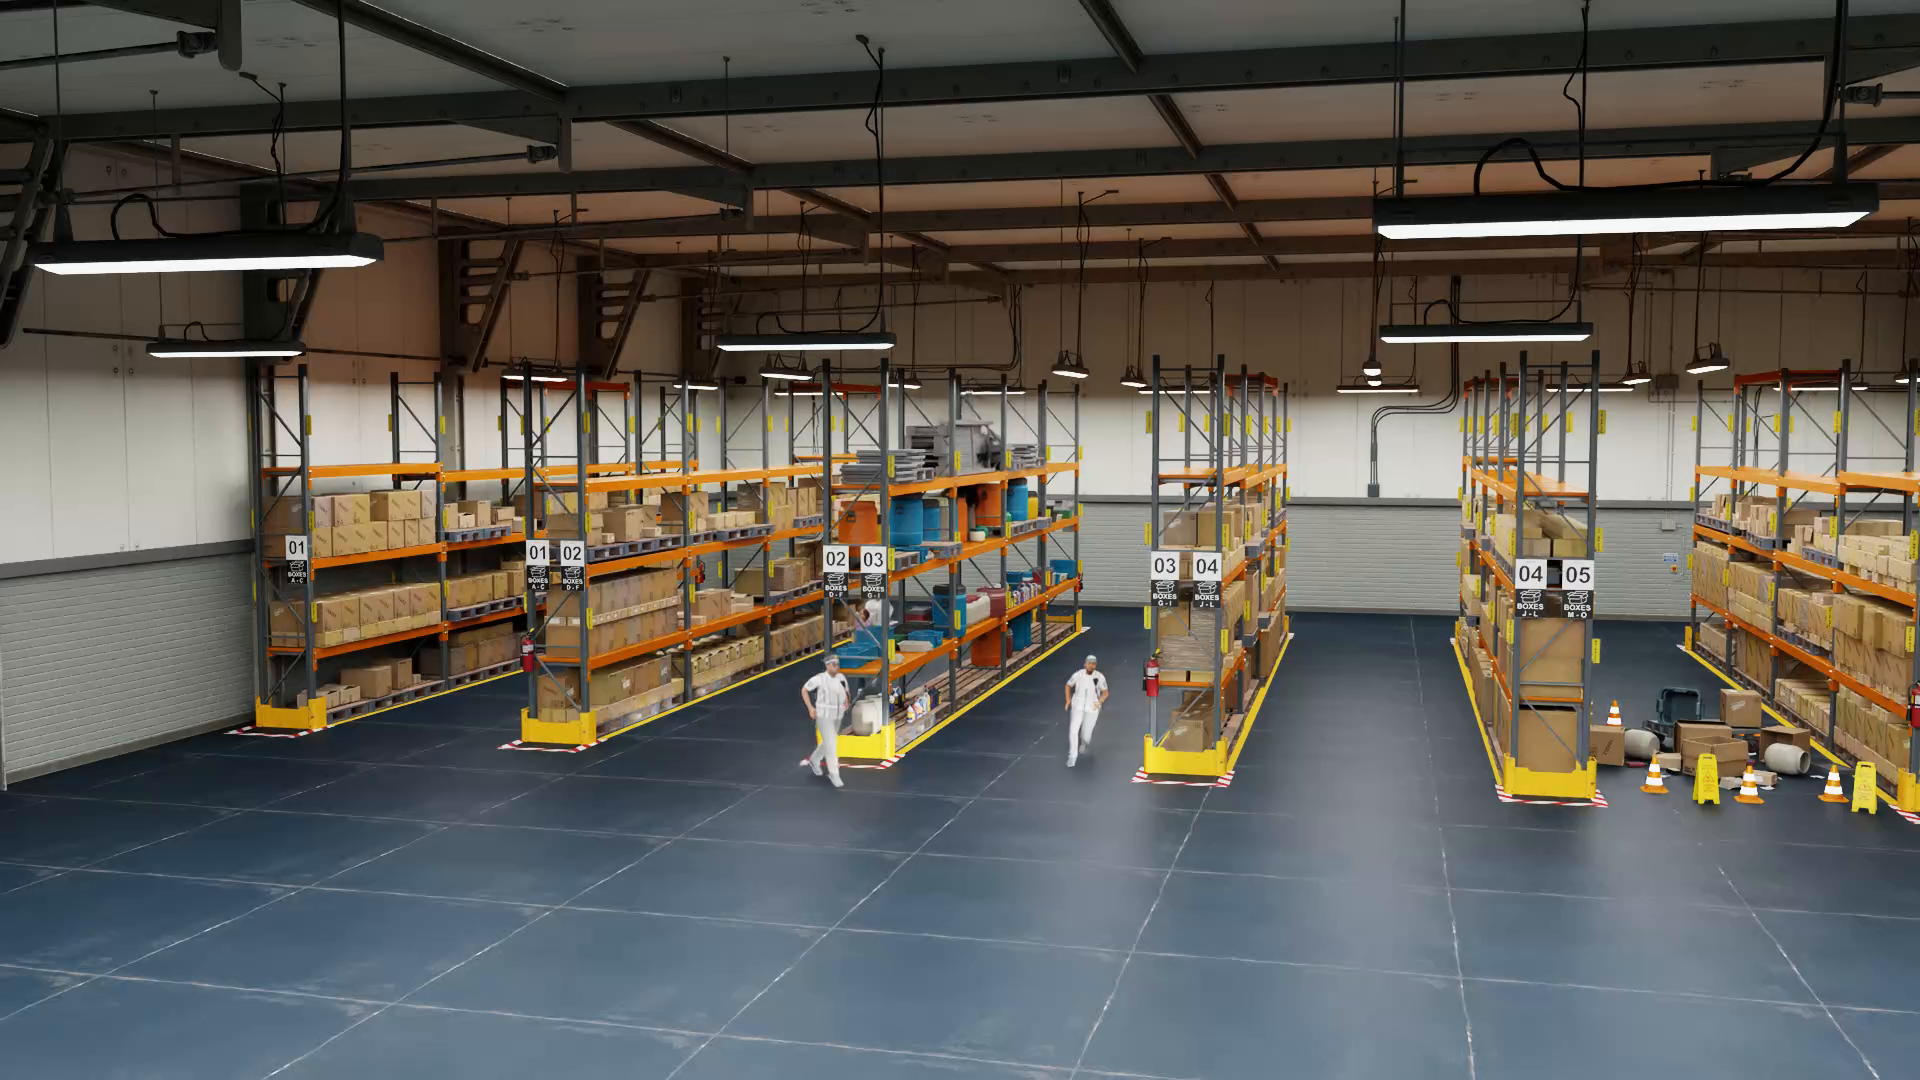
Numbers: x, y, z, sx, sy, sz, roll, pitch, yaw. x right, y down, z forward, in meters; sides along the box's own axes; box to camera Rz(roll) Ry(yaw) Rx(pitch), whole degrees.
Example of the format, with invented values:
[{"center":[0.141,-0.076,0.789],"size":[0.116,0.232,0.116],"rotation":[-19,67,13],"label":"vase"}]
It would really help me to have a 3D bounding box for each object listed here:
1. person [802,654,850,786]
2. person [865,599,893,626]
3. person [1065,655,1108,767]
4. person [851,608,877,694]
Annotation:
[{"center":[-1.839,2.508,23.459],"size":[0.894,1.824,0.671],"rotation":[4,6,44],"label":"person"},{"center":[-1.695,1.804,34.207],"size":[0.605,1.738,0.697],"rotation":[0,4,5],"label":"person"},{"center":[1.875,2.517,24.680],"size":[0.648,1.623,0.689],"rotation":[1,4,10],"label":"person"},{"center":[-1.791,2.065,31.137],"size":[0.559,1.584,0.725],"rotation":[1,4,17],"label":"person"}]
